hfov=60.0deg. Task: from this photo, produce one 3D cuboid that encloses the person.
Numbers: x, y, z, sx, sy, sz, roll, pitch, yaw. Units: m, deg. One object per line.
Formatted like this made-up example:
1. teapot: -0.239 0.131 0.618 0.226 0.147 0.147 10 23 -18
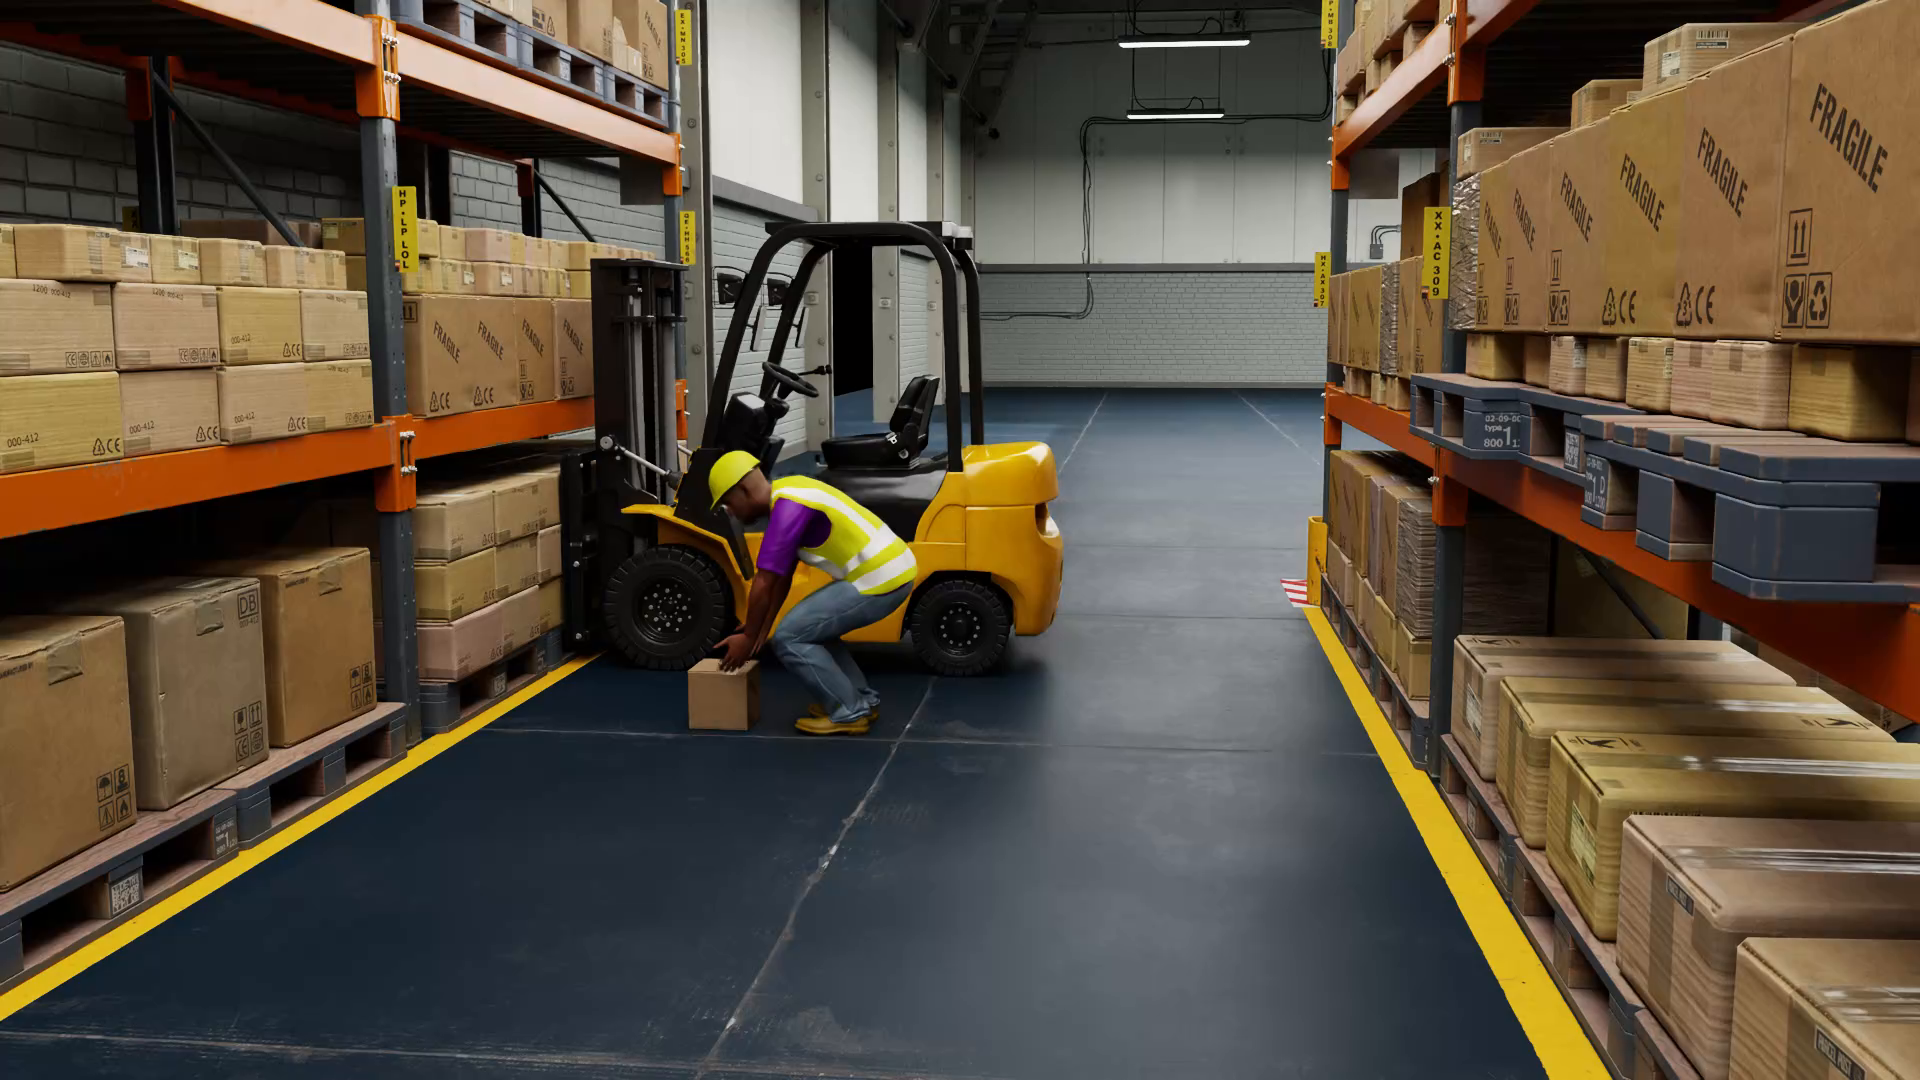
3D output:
1. person: -0.609 0.211 6.898 0.856 1.167 0.615 1 8 6
